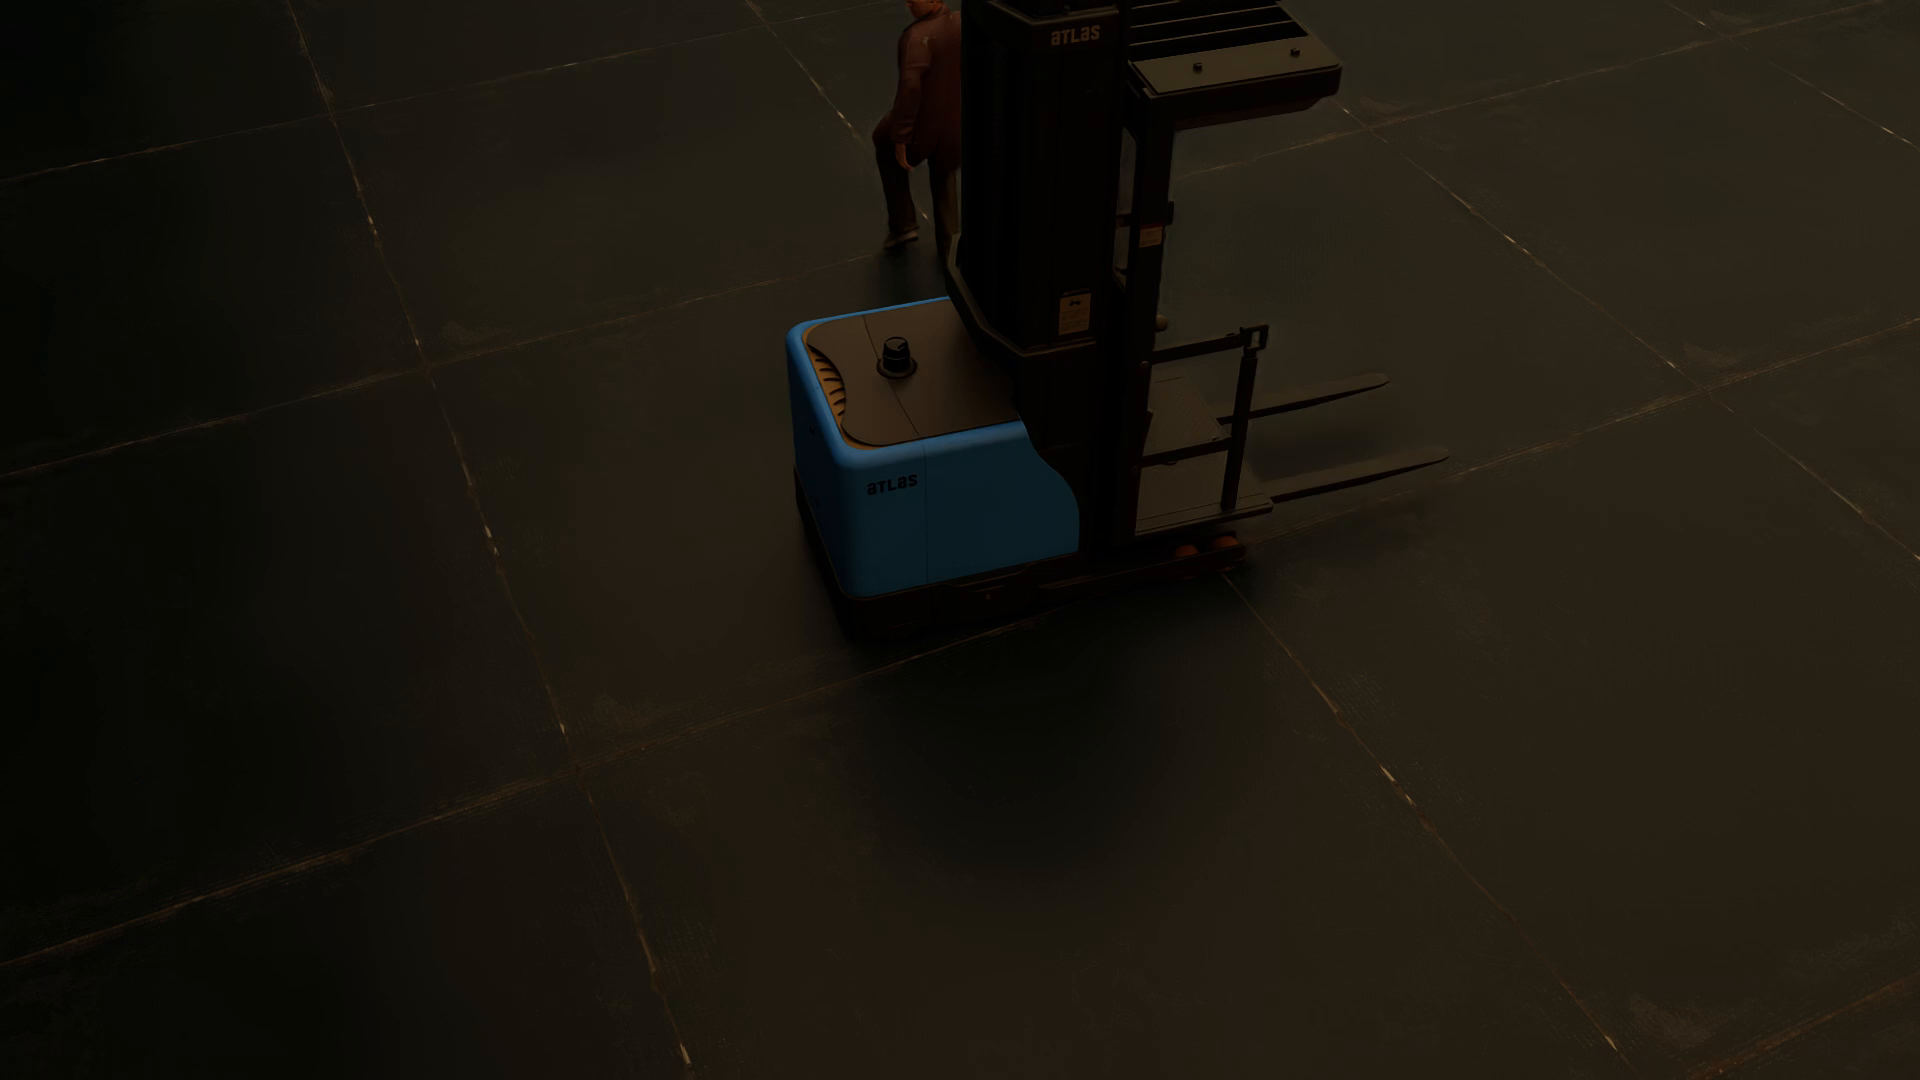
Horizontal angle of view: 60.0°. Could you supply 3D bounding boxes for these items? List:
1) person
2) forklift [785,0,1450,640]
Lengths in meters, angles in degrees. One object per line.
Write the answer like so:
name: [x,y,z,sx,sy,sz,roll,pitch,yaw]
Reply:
person: [-0.168,-2.248,9.025,0.703,1.763,0.799,-19,46,-19]
forklift: [0.799,-1.219,6.986,3.031,2.935,1.130,-12,44,-13]
